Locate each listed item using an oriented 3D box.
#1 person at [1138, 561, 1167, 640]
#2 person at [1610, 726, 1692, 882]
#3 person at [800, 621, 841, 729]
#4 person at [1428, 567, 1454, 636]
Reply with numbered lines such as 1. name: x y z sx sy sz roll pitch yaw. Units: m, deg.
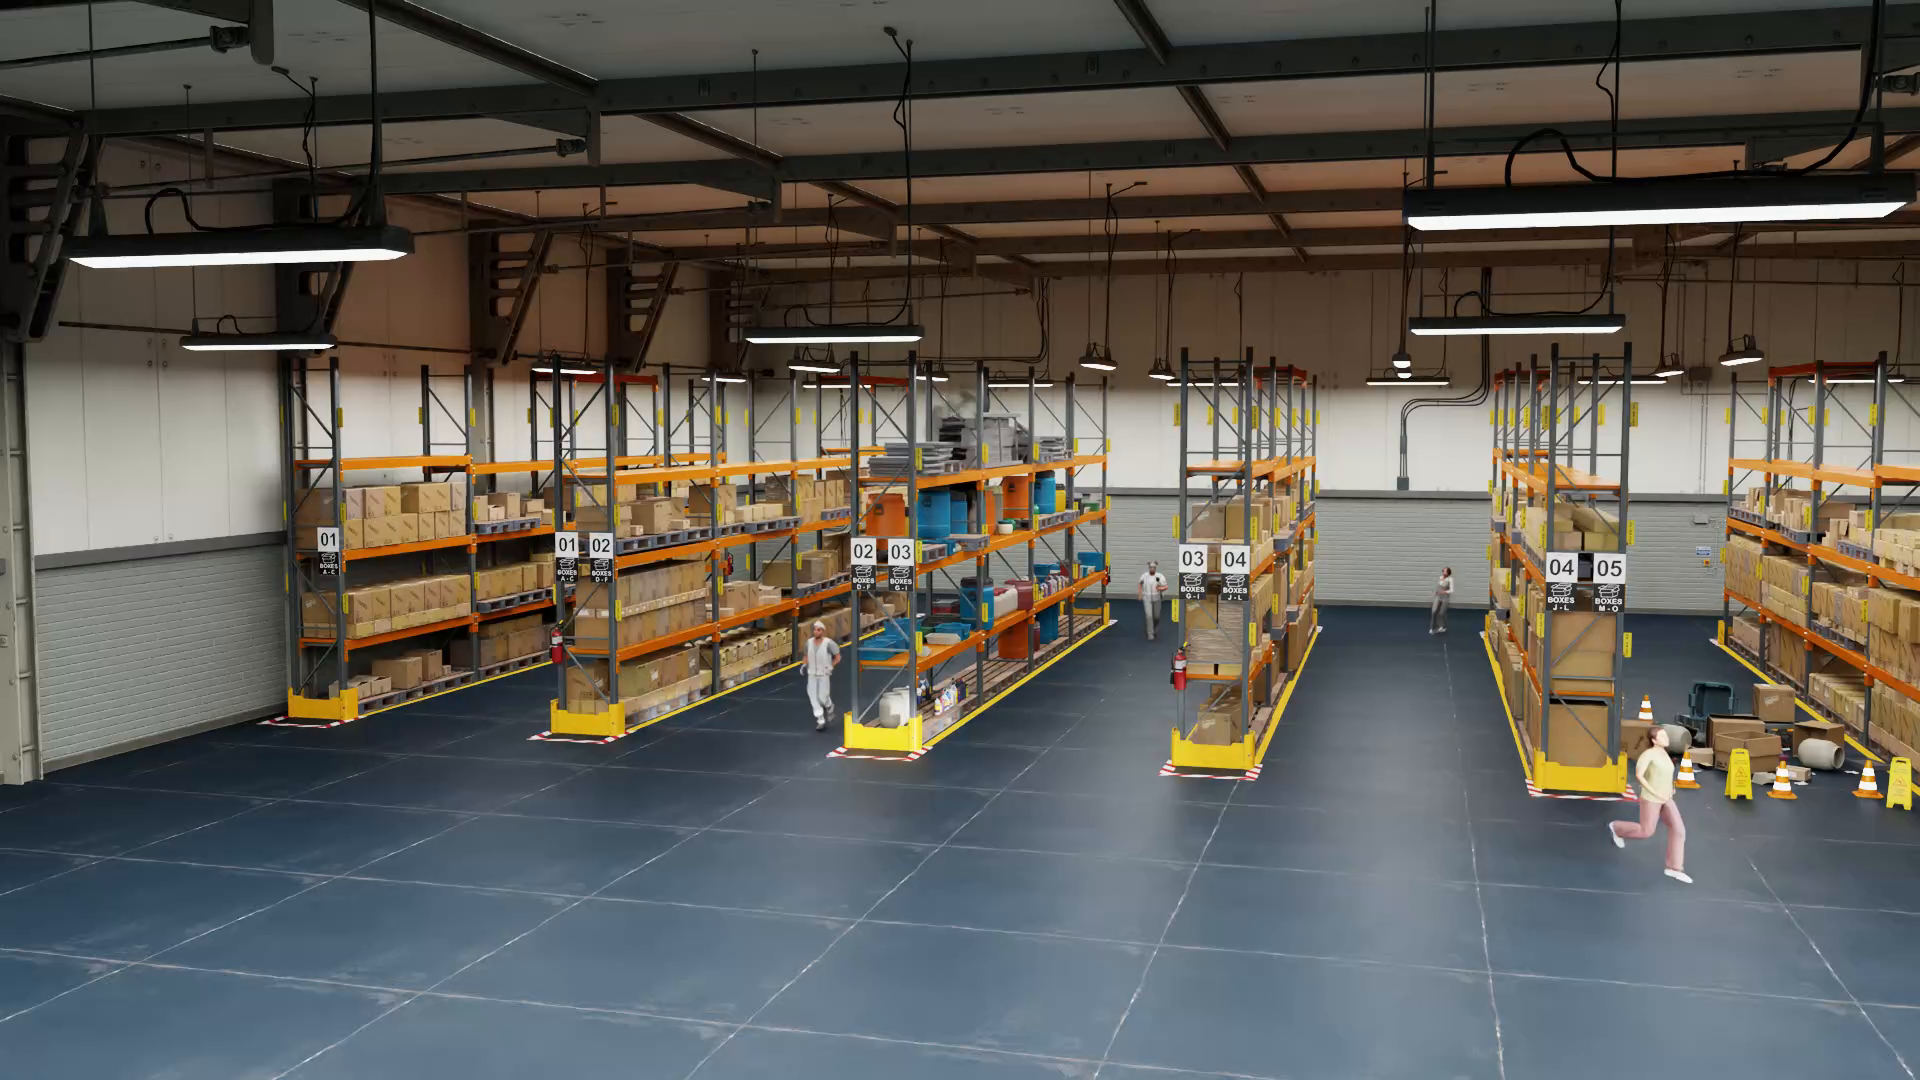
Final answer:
1. person: 4.355 1.341 37.625 0.665 1.759 0.897 0 4 6
2. person: 7.630 2.864 18.312 0.561 1.652 0.994 -2 5 -28
3. person: -2.255 2.170 26.705 0.623 1.741 0.586 1 4 18
4. person: 11.150 1.425 38.300 0.533 1.597 0.650 4 6 43
